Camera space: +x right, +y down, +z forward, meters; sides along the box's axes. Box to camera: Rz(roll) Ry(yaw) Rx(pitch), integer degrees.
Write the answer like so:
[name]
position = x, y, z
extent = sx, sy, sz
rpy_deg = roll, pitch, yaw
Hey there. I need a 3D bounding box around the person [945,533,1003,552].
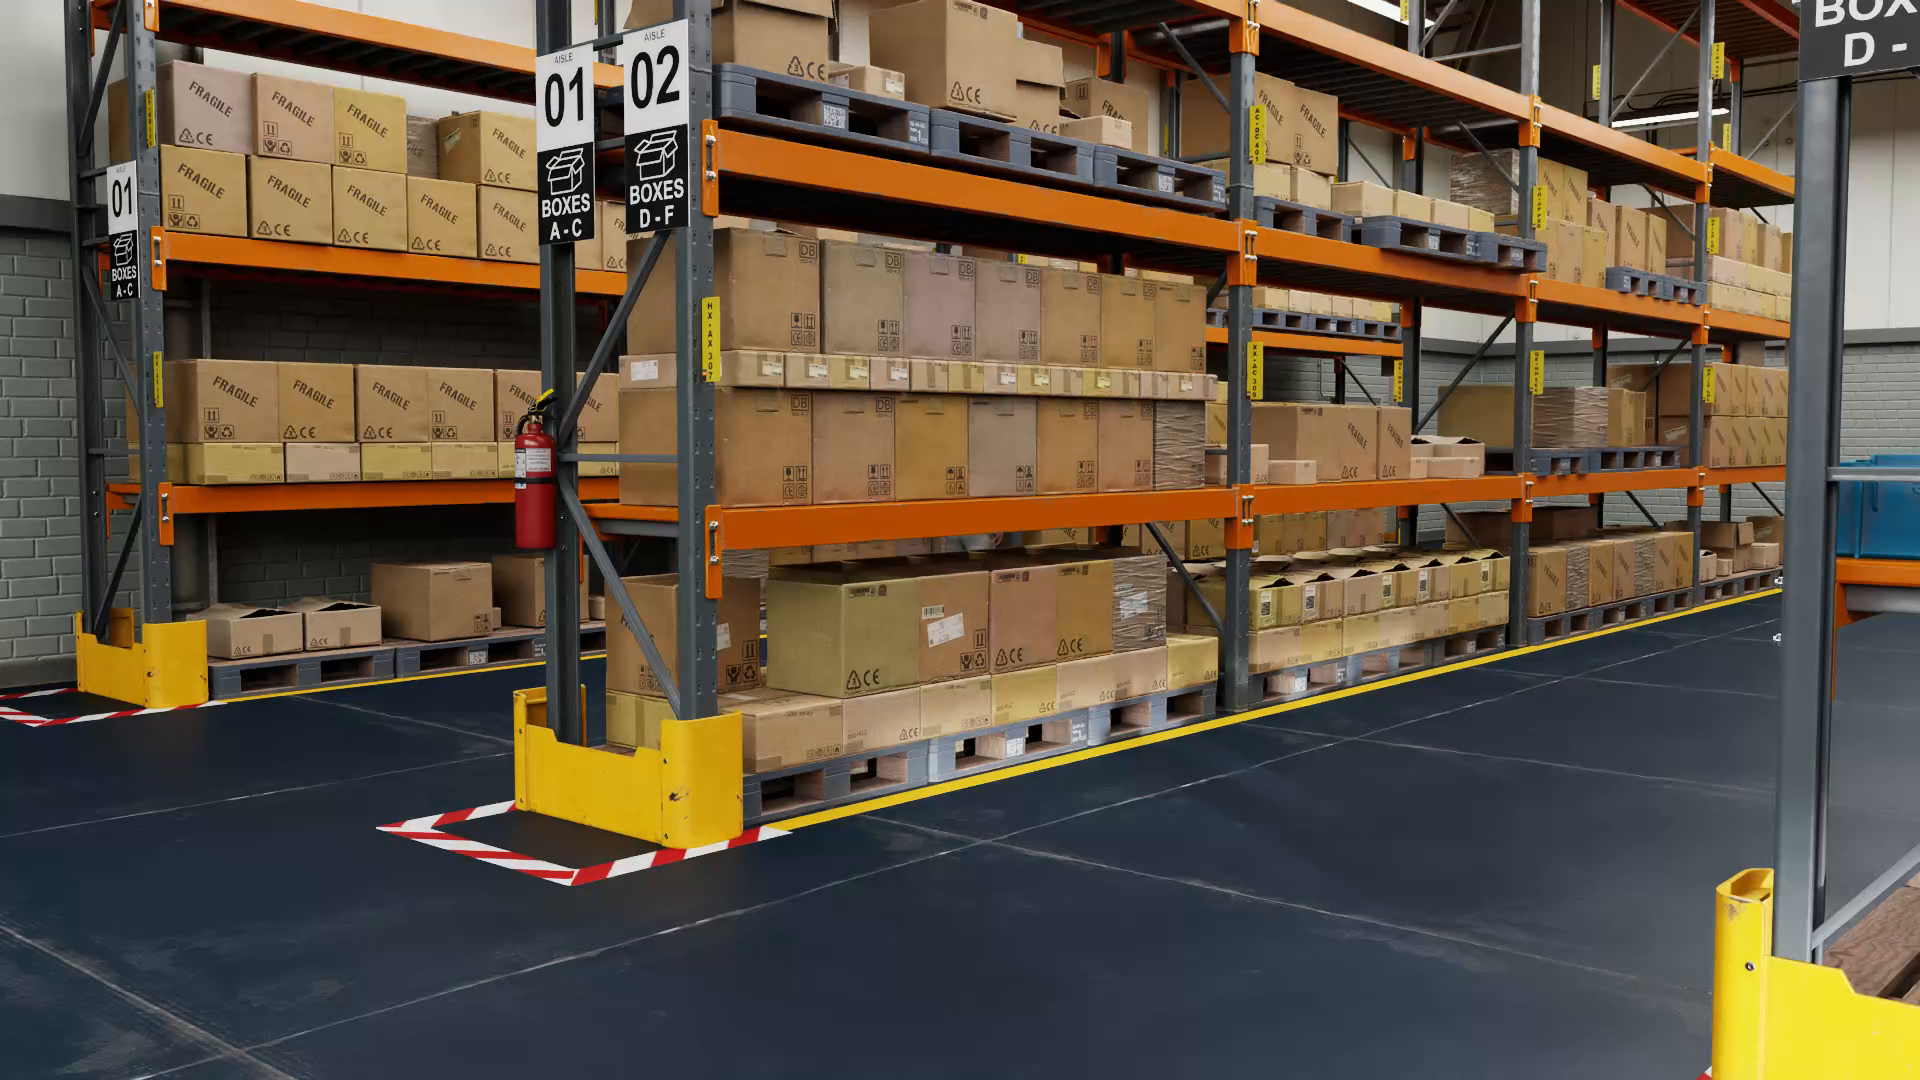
[person]
position = 0.075, -0.106, 13.384
extent = 0.585, 1.749, 0.434
rpy_deg = 3, 5, 41
